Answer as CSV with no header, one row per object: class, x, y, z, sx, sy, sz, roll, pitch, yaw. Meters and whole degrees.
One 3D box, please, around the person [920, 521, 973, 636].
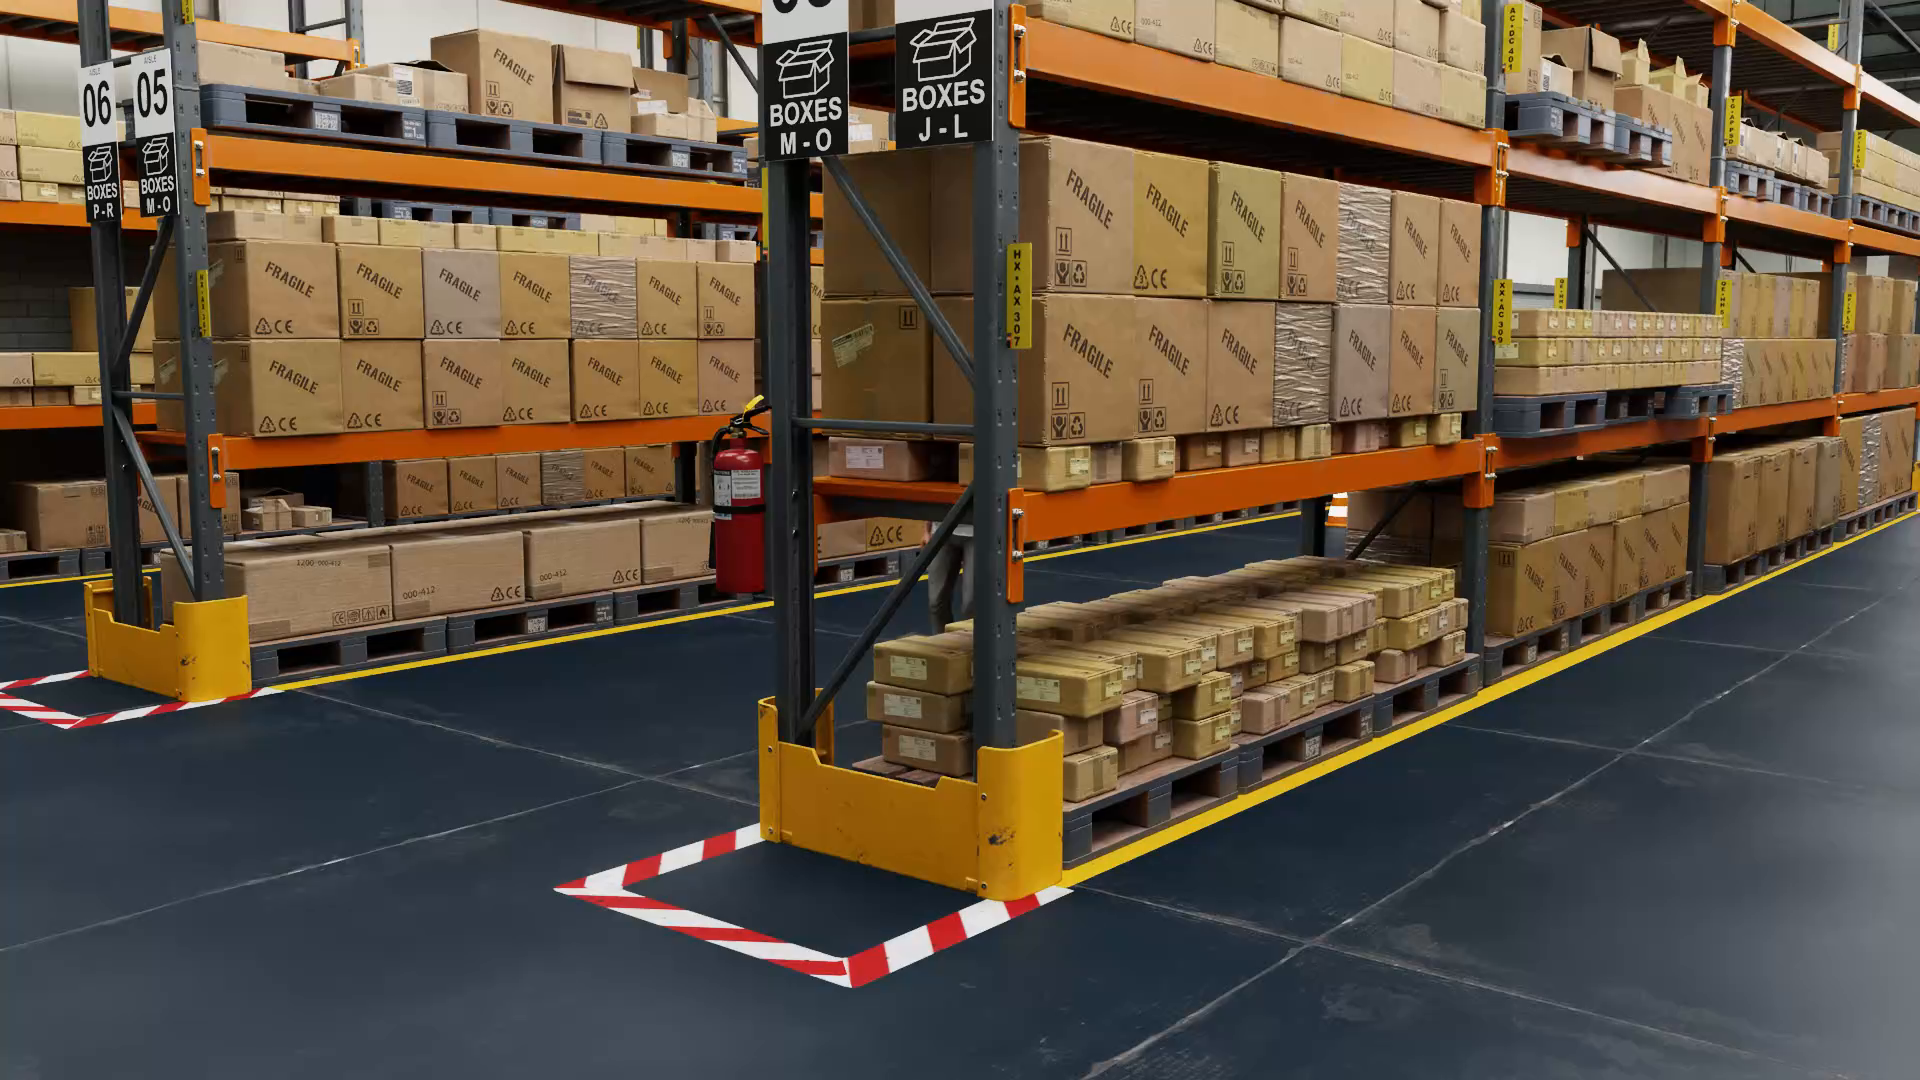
person,0.007,0.005,8.337,0.481,1.591,0.346,5,8,34
